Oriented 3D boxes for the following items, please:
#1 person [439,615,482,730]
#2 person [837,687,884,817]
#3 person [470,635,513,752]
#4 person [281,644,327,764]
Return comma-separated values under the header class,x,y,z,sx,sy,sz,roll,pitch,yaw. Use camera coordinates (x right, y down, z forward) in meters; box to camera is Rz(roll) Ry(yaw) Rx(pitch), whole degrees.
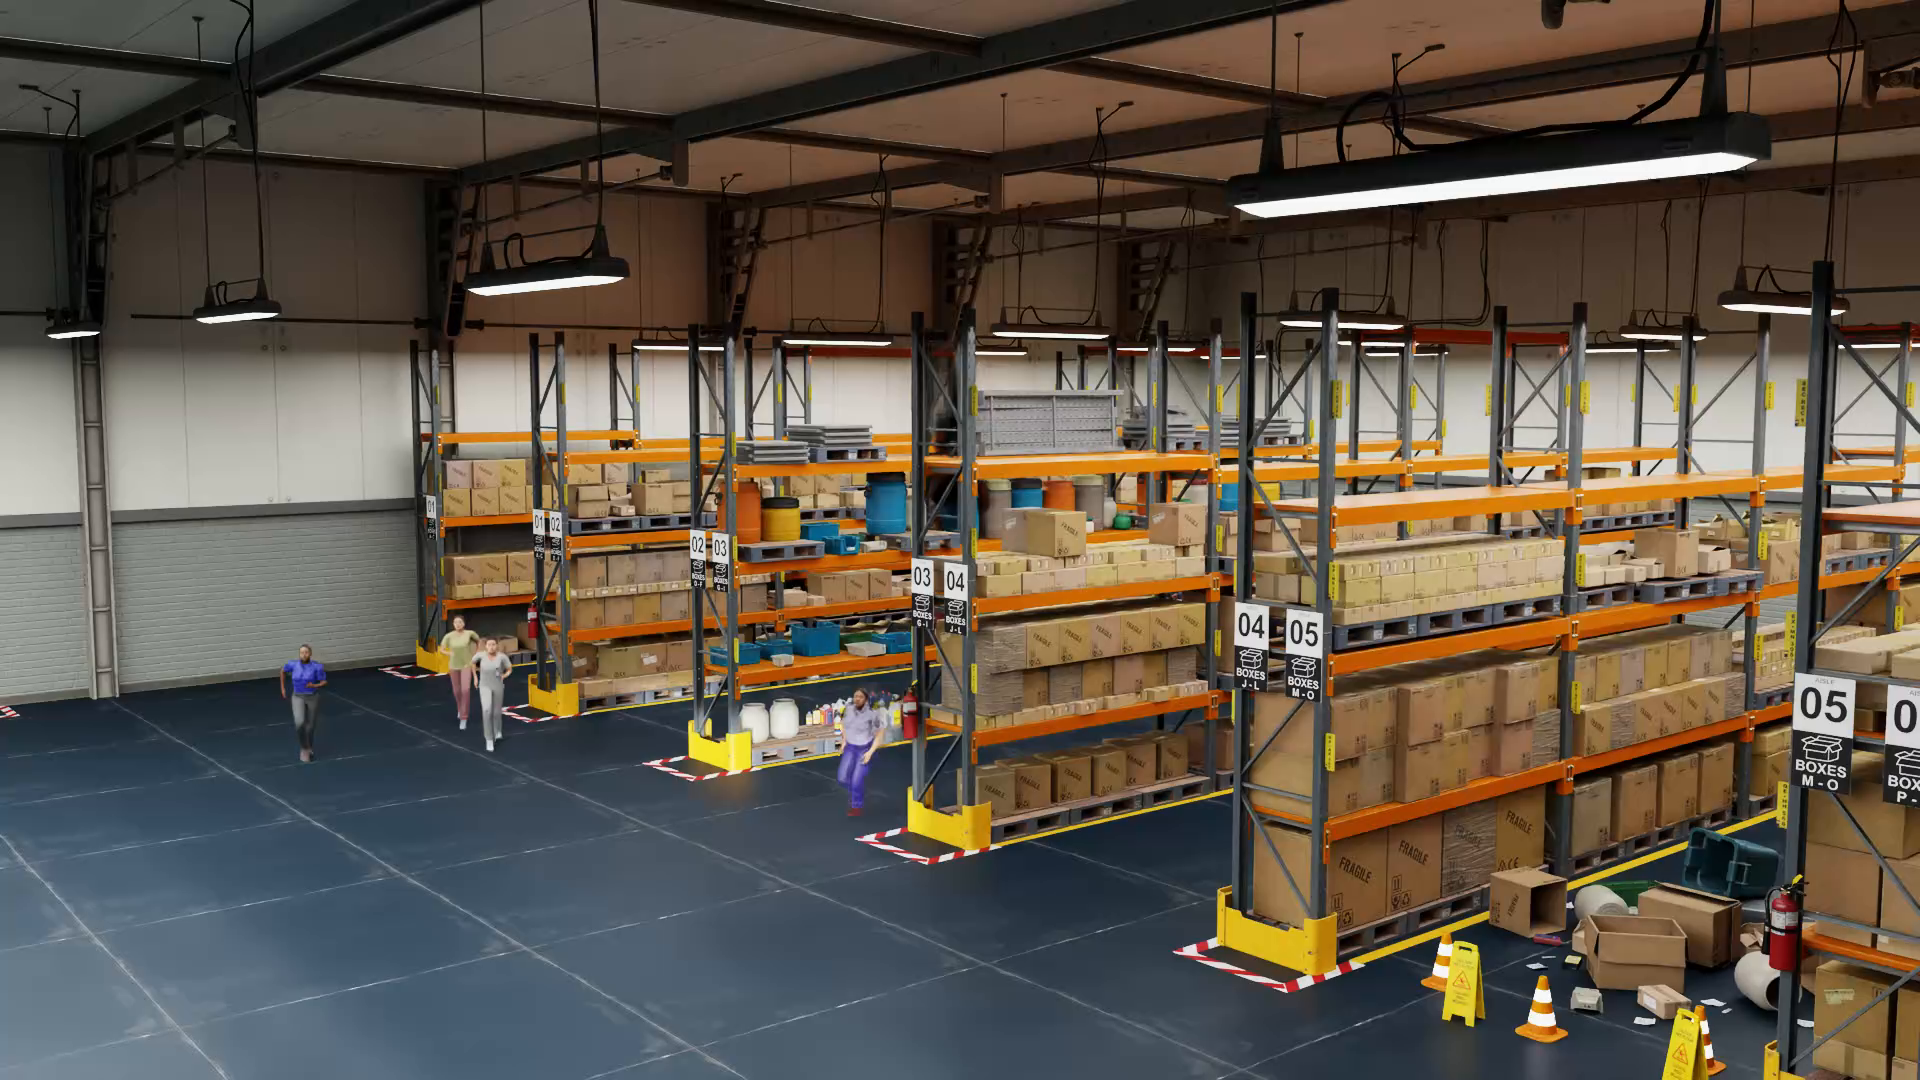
class,x,y,z,sx,sy,sz,roll,pitch,yaw
person,-7.614,1.996,25.359,0.588,1.711,0.813,-1,5,-8
person,-1.177,2.538,19.997,0.610,1.591,0.517,3,6,31
person,-6.715,2.159,23.869,0.581,1.651,0.888,-2,6,-17
person,-9.003,2.234,22.836,0.604,1.642,0.789,-2,6,-19
